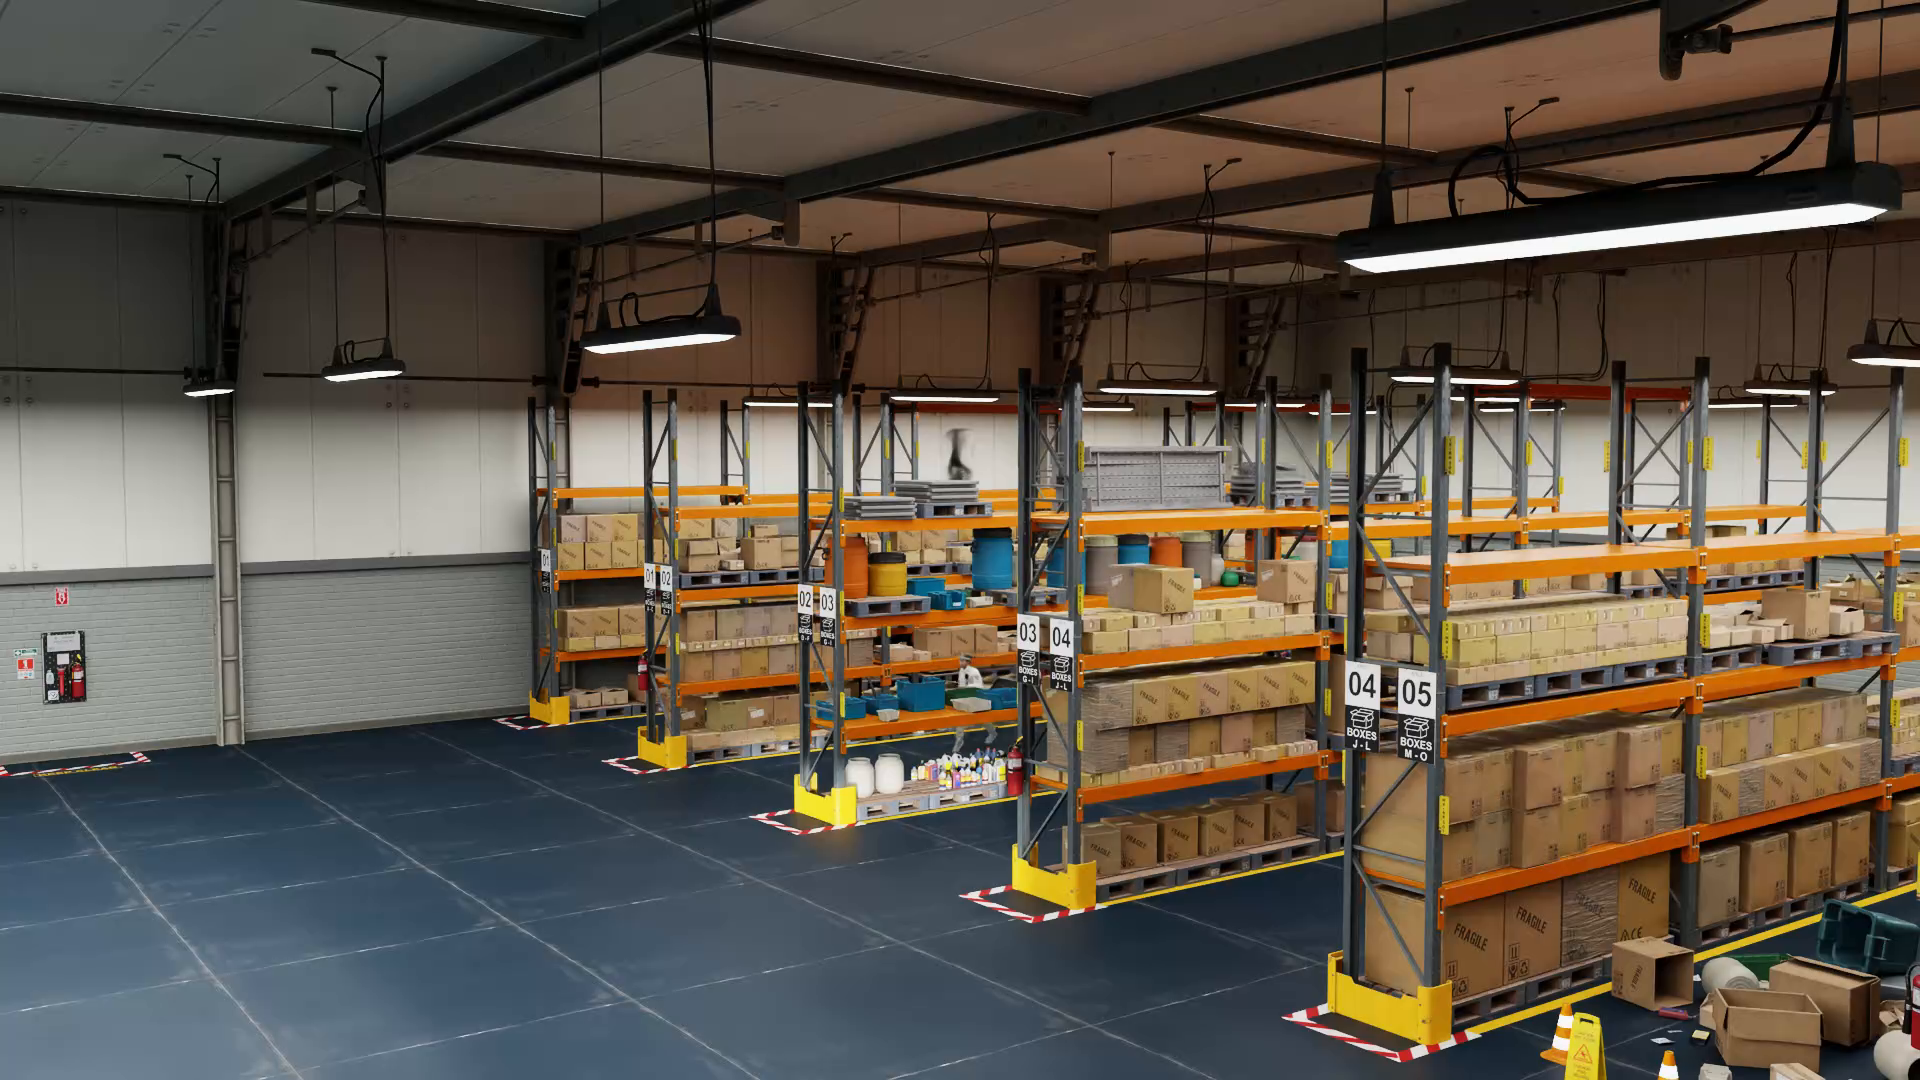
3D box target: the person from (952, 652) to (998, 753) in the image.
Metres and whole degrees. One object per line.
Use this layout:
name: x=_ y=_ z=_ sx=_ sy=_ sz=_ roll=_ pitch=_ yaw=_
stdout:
person: x=0.241 y=2.698 z=27.866 sx=0.613 sy=1.695 sz=0.952 roll=3 pitch=5 yaw=44
